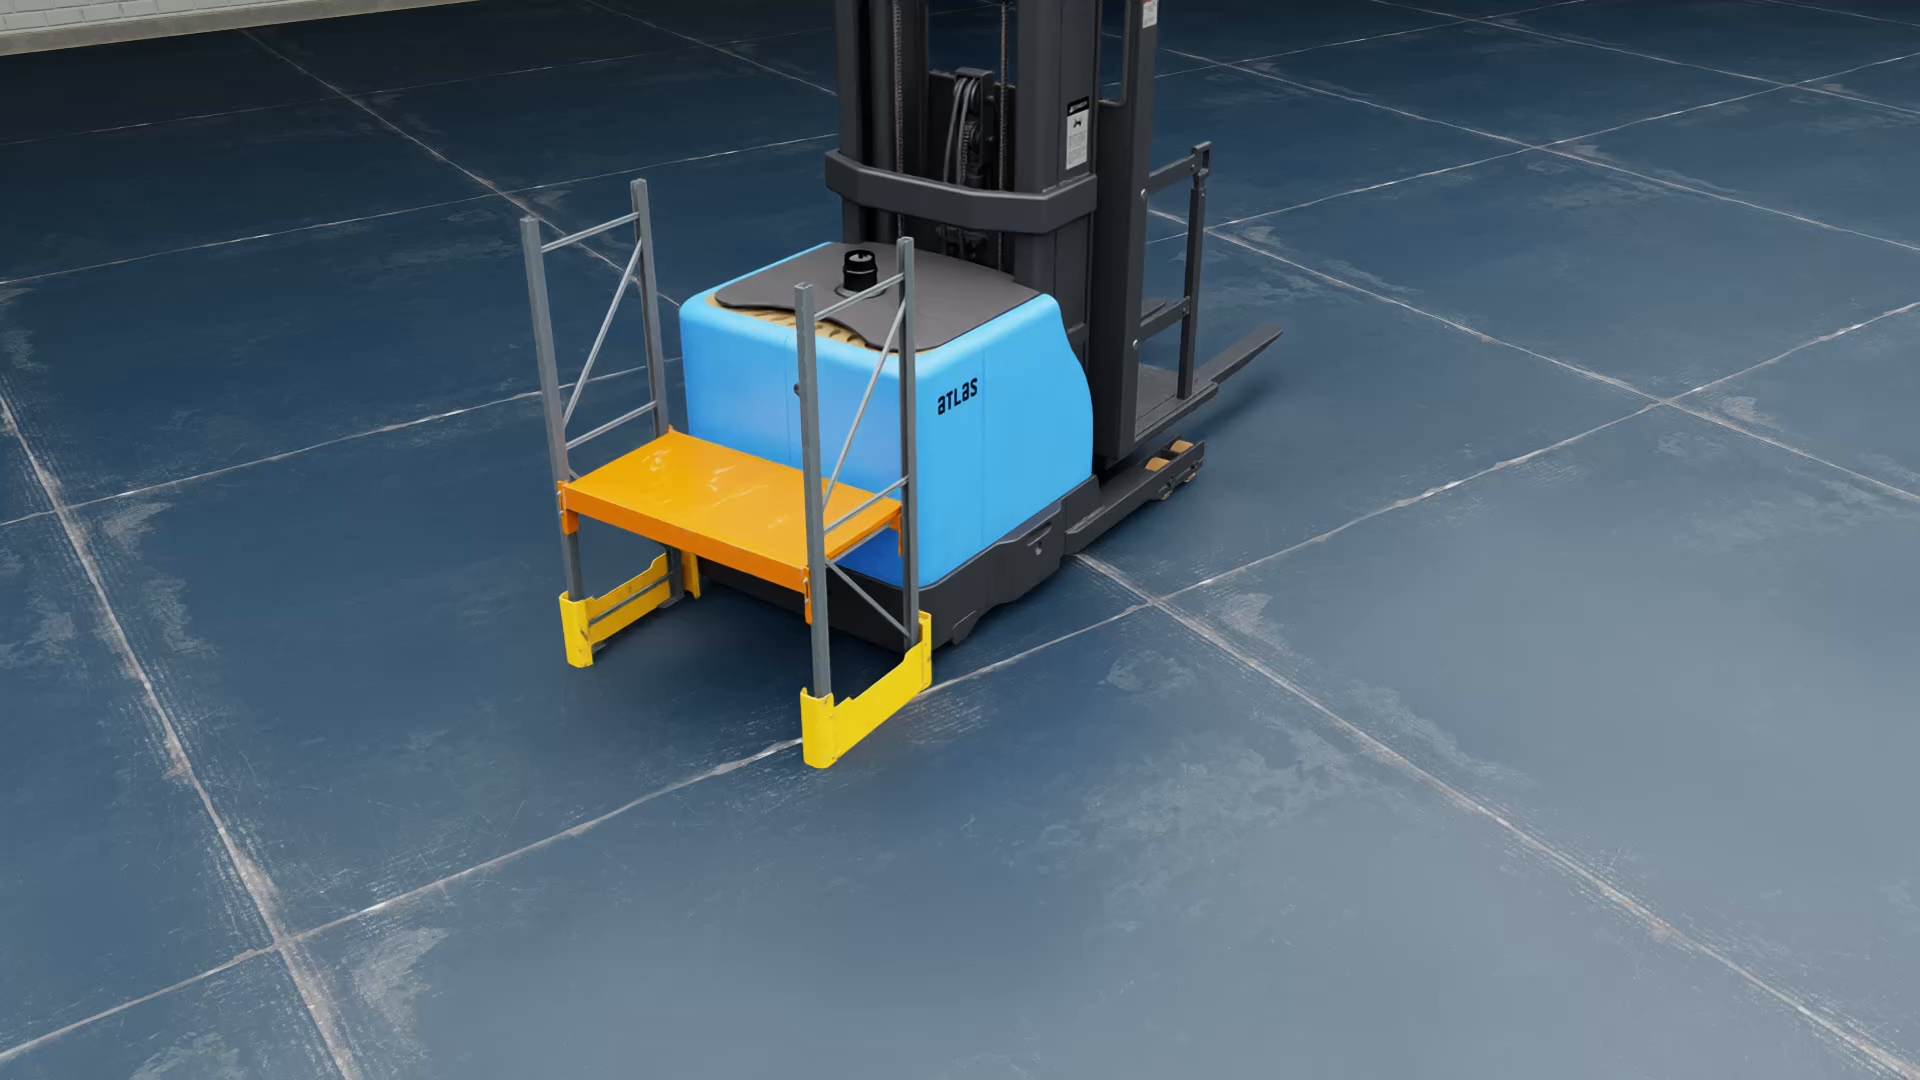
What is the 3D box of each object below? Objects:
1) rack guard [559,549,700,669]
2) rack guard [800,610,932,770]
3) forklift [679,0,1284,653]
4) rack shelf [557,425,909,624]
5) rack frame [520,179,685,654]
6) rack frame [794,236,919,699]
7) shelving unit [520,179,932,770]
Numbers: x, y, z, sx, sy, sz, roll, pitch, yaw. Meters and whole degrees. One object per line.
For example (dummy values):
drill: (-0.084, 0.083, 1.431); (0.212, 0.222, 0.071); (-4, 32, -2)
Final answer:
rack guard: (-1.109, 0.190, 5.638); (0.087, 0.250, 0.587); (18, 33, 29)
rack guard: (-0.281, 0.455, 5.151); (0.087, 0.250, 0.587); (18, 33, 29)
forklift: (0.324, -1.566, 6.063); (1.130, 2.935, 3.031); (19, 34, 31)
rack shelf: (-0.703, -0.071, 5.186); (1.000, 0.185, 0.538); (18, 33, 29)
rack frame: (-1.125, -0.364, 5.349); (0.032, 1.500, 0.500); (18, 33, 29)
rack frame: (-0.280, -0.094, 4.852); (0.032, 1.500, 0.500); (18, 33, 29)
shelving unit: (-0.695, -0.227, 5.096); (1.083, 1.500, 0.587); (18, 33, 29)
